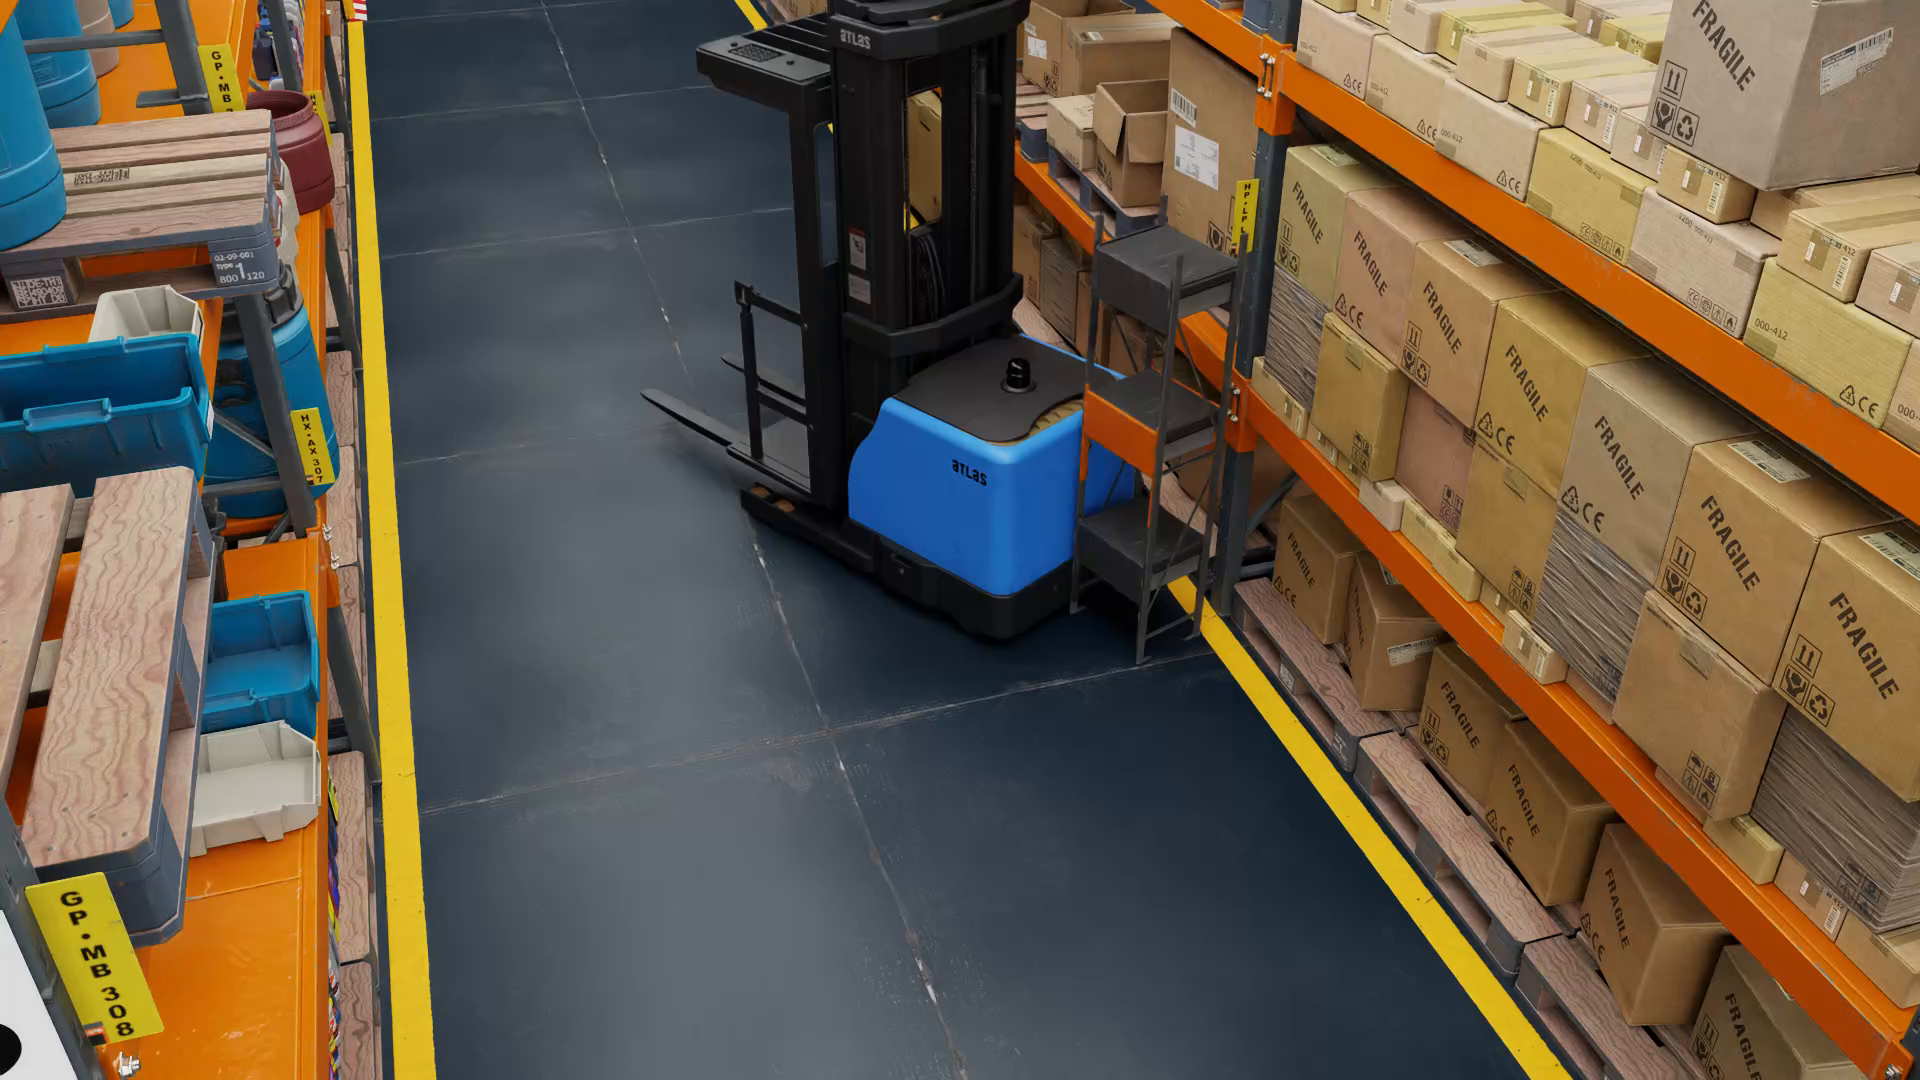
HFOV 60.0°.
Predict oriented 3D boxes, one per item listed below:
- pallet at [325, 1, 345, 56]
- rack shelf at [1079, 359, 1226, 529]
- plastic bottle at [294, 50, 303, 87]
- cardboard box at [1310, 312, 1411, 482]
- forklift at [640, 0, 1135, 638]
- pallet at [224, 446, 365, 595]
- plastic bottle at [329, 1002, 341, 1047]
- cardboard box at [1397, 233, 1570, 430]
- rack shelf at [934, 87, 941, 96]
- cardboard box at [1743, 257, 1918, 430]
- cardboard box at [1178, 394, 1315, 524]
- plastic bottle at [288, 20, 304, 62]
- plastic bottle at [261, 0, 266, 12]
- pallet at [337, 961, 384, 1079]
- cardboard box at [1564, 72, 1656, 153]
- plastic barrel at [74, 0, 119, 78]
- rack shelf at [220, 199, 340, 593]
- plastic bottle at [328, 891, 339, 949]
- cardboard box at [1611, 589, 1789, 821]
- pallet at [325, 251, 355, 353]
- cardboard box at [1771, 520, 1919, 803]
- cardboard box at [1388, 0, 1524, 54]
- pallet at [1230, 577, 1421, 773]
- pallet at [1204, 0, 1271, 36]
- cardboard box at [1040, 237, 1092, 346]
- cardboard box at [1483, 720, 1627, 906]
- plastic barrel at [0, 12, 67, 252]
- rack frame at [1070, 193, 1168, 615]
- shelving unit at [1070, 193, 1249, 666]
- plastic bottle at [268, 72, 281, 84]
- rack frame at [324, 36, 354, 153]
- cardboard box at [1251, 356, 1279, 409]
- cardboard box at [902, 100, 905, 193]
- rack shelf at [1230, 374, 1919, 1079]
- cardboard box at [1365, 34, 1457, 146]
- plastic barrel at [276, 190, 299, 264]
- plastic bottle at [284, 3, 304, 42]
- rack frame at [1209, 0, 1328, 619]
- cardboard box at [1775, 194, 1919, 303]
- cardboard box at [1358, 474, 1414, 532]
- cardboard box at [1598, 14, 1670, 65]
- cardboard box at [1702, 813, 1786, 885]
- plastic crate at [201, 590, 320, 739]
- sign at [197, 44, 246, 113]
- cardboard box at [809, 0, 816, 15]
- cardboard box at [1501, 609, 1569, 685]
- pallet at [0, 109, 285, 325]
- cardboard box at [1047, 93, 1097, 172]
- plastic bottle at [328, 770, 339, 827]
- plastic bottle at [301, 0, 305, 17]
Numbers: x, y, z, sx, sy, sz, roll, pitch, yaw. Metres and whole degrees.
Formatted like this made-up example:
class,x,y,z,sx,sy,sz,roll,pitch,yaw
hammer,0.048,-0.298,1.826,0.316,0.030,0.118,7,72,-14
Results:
class,x,y,z,sx,sy,sz,roll,pitch,yaw
pallet,-6.428,-4.847,15.893,1.003,0.211,1.213,-10,35,-15
rack shelf,0.865,-0.440,7.524,0.431,0.518,0.480,-22,41,-30
plastic bottle,-4.336,-3.096,10.821,0.061,0.283,0.133,-10,35,-15
cardboard box,1.932,-0.633,6.626,0.875,0.500,0.500,-10,35,-15
forklift,-0.534,-1.454,8.293,3.031,2.935,1.130,28,42,35
pallet,-3.635,-0.033,8.609,1.003,0.211,1.213,-10,35,-15
plastic bottle,-2.184,1.646,5.677,0.097,0.201,0.097,0,33,0
cardboard box,1.936,-0.761,5.914,0.500,0.500,0.500,-10,35,-15
rack shelf,-0.096,-3.832,12.481,1.077,0.370,4.000,-10,35,-15
cardboard box,2.411,-0.543,4.266,0.500,0.250,0.500,-10,35,-14
cardboard box,1.568,-0.449,8.577,0.700,0.500,0.500,-13,36,-18
plastic bottle,-4.503,-3.385,11.258,0.061,0.283,0.133,-10,35,-15
plastic bottle,-4.842,-3.656,11.678,0.097,0.271,0.097,0,33,0
pallet,-2.441,2.016,5.508,1.003,0.211,1.213,-10,35,-15
cardboard box,2.085,-1.307,5.061,0.380,0.149,0.250,-9,35,-14
plastic barrel,-3.544,-2.184,6.158,0.600,0.901,0.600,0,33,0
rack shelf,-3.592,-0.899,8.042,1.077,0.370,4.000,-10,35,-15
plastic bottle,-2.354,1.332,6.016,0.144,0.351,0.185,-10,35,-15
cardboard box,2.546,0.416,5.038,0.875,0.500,0.500,-10,35,-15
pallet,-4.483,-1.493,10.818,1.003,0.211,1.213,-10,35,-15
cardboard box,2.552,0.288,4.326,0.500,0.500,0.500,-10,35,-15
cardboard box,1.749,-1.840,5.867,0.380,0.149,0.250,-10,35,-14
pallet,1.973,0.528,7.760,1.003,0.211,1.213,-10,35,-15
pallet,1.648,-2.497,7.258,1.213,0.211,1.003,-10,35,-15
cardboard box,0.919,-1.585,10.297,0.700,0.500,0.500,-13,36,-19
cardboard box,2.392,1.015,6.379,0.500,0.500,0.500,-7,34,-10
plastic barrel,-2.781,-1.244,4.356,0.600,0.901,0.708,-10,35,-15
rack frame,0.719,-0.565,7.676,0.400,2.100,0.015,-22,41,-30
shelving unit,0.865,-0.452,7.516,0.431,2.100,0.503,-22,41,-30
plastic bottle,-4.235,-2.775,10.346,0.097,0.271,0.097,0,33,0
rack frame,-5.423,-4.349,12.611,1.000,3.000,0.127,-10,35,-15
cardboard box,1.514,-0.714,7.337,0.380,0.149,0.250,-10,35,-15
cardboard box,0.059,-3.206,12.427,1.225,0.875,0.875,-10,35,-15
rack shelf,2.345,0.368,6.125,1.077,0.370,4.000,-10,35,-15
cardboard box,1.794,-1.615,5.888,0.500,0.250,0.500,-10,35,-15
plastic barrel,-3.557,-1.571,8.305,0.421,0.512,0.421,0,33,0
plastic bottle,-4.688,-3.618,11.617,0.152,0.276,0.135,-10,35,-15
rack frame,1.735,-0.982,7.515,1.000,3.000,0.127,-10,35,-15
cardboard box,2.318,-0.740,4.202,0.380,0.149,0.250,-10,35,-14
cardboard box,1.803,-0.186,6.538,0.380,0.149,0.250,-10,35,-15
cardboard box,2.380,-1.654,5.586,0.380,0.149,0.250,-9,34,-13
cardboard box,2.470,0.854,4.965,0.380,0.149,0.250,-10,35,-15
plastic crate,-2.386,0.448,5.486,0.499,0.251,0.616,-10,35,-15
sign,-2.455,-1.491,5.557,0.100,0.325,0.005,-10,35,-15
cardboard box,-0.831,-4.831,14.886,0.875,0.875,0.875,-10,35,-15
cardboard box,2.114,0.338,5.745,0.380,0.149,0.250,-10,35,-15
pallet,-2.669,-0.959,4.932,1.213,0.211,1.003,-10,35,-15
cardboard box,0.807,-2.276,9.229,0.500,0.250,0.500,-11,35,-16
plastic bottle,-2.521,0.998,6.584,0.061,0.283,0.133,-8,34,-12
plastic bottle,-4.883,-3.953,12.124,0.152,0.276,0.135,-10,35,-15
